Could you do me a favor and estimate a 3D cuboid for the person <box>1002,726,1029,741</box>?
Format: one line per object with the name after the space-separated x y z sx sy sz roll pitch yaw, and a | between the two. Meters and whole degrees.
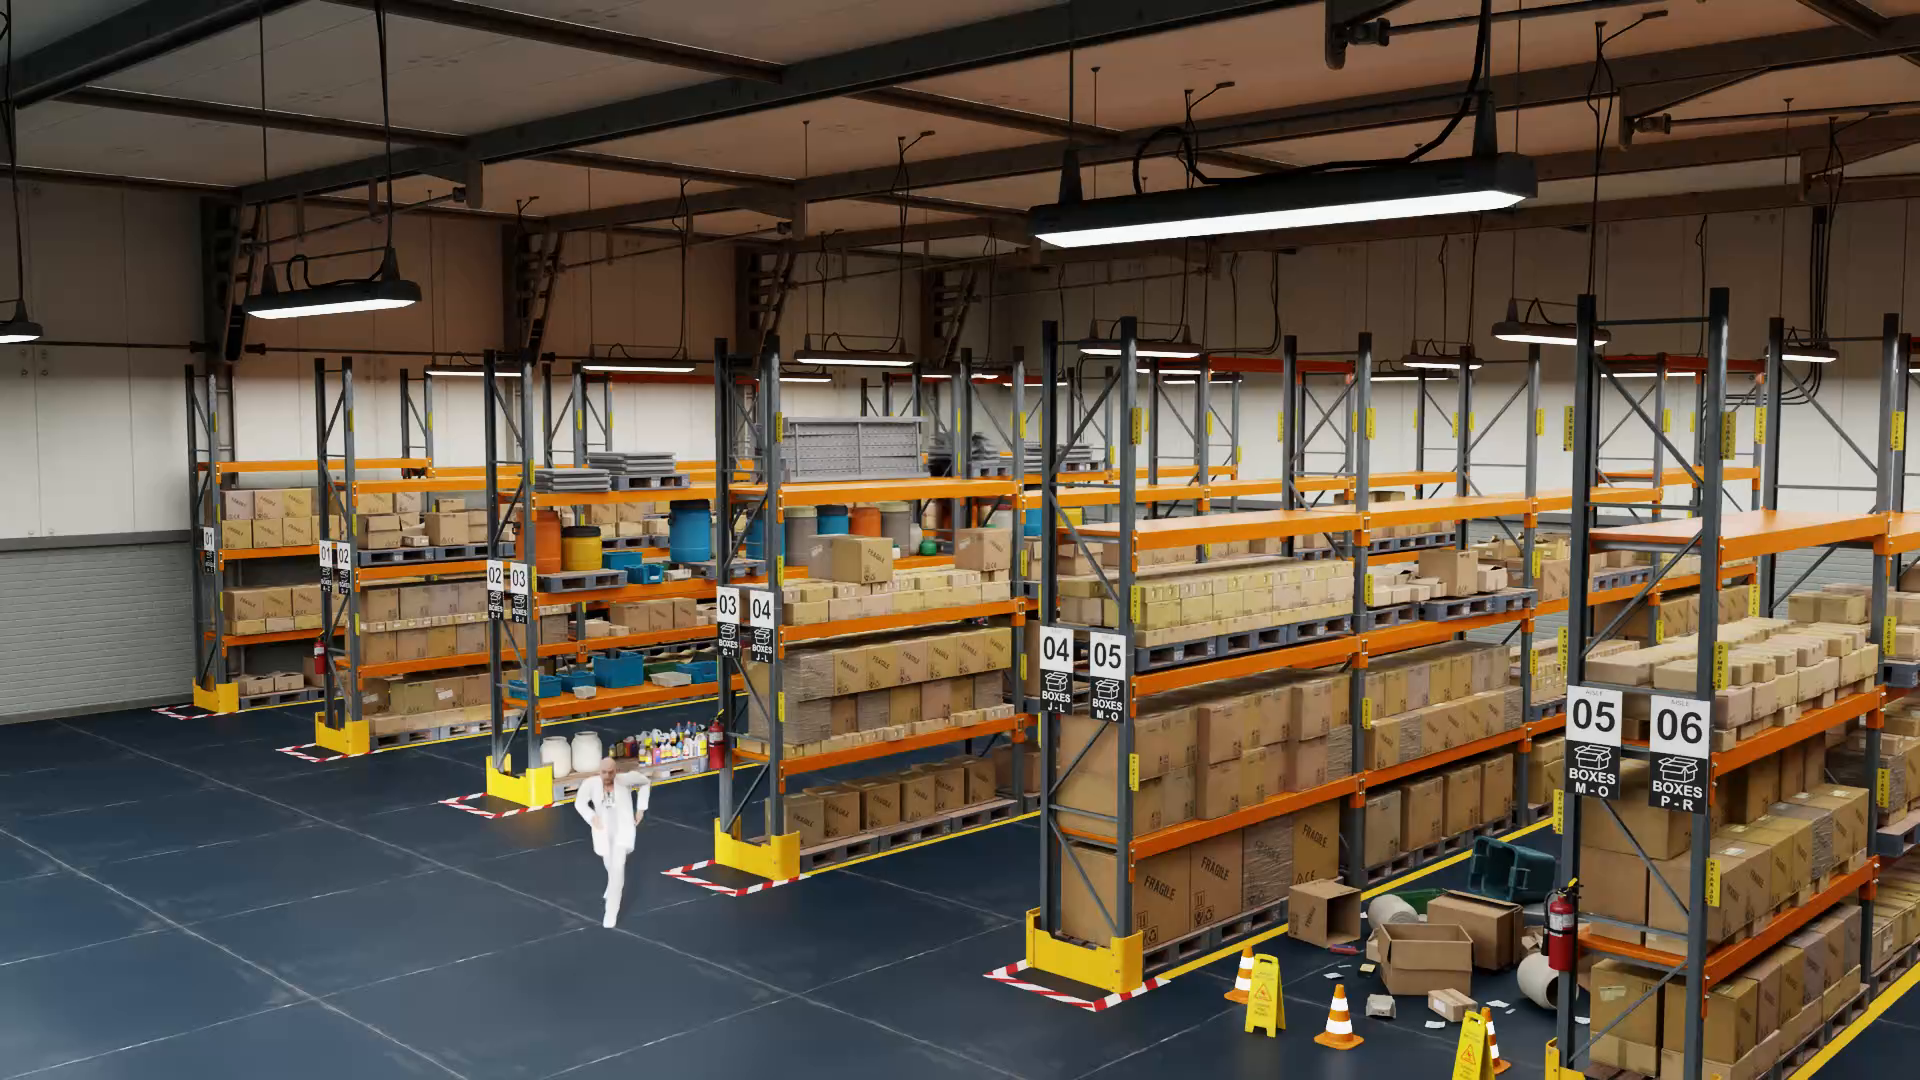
0.904 2.481 24.500 0.589 1.620 0.560 4 6 40 | person

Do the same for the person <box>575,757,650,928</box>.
-3.565 3.028 17.153 0.753 1.744 1.068 -1 4 -7 | person
